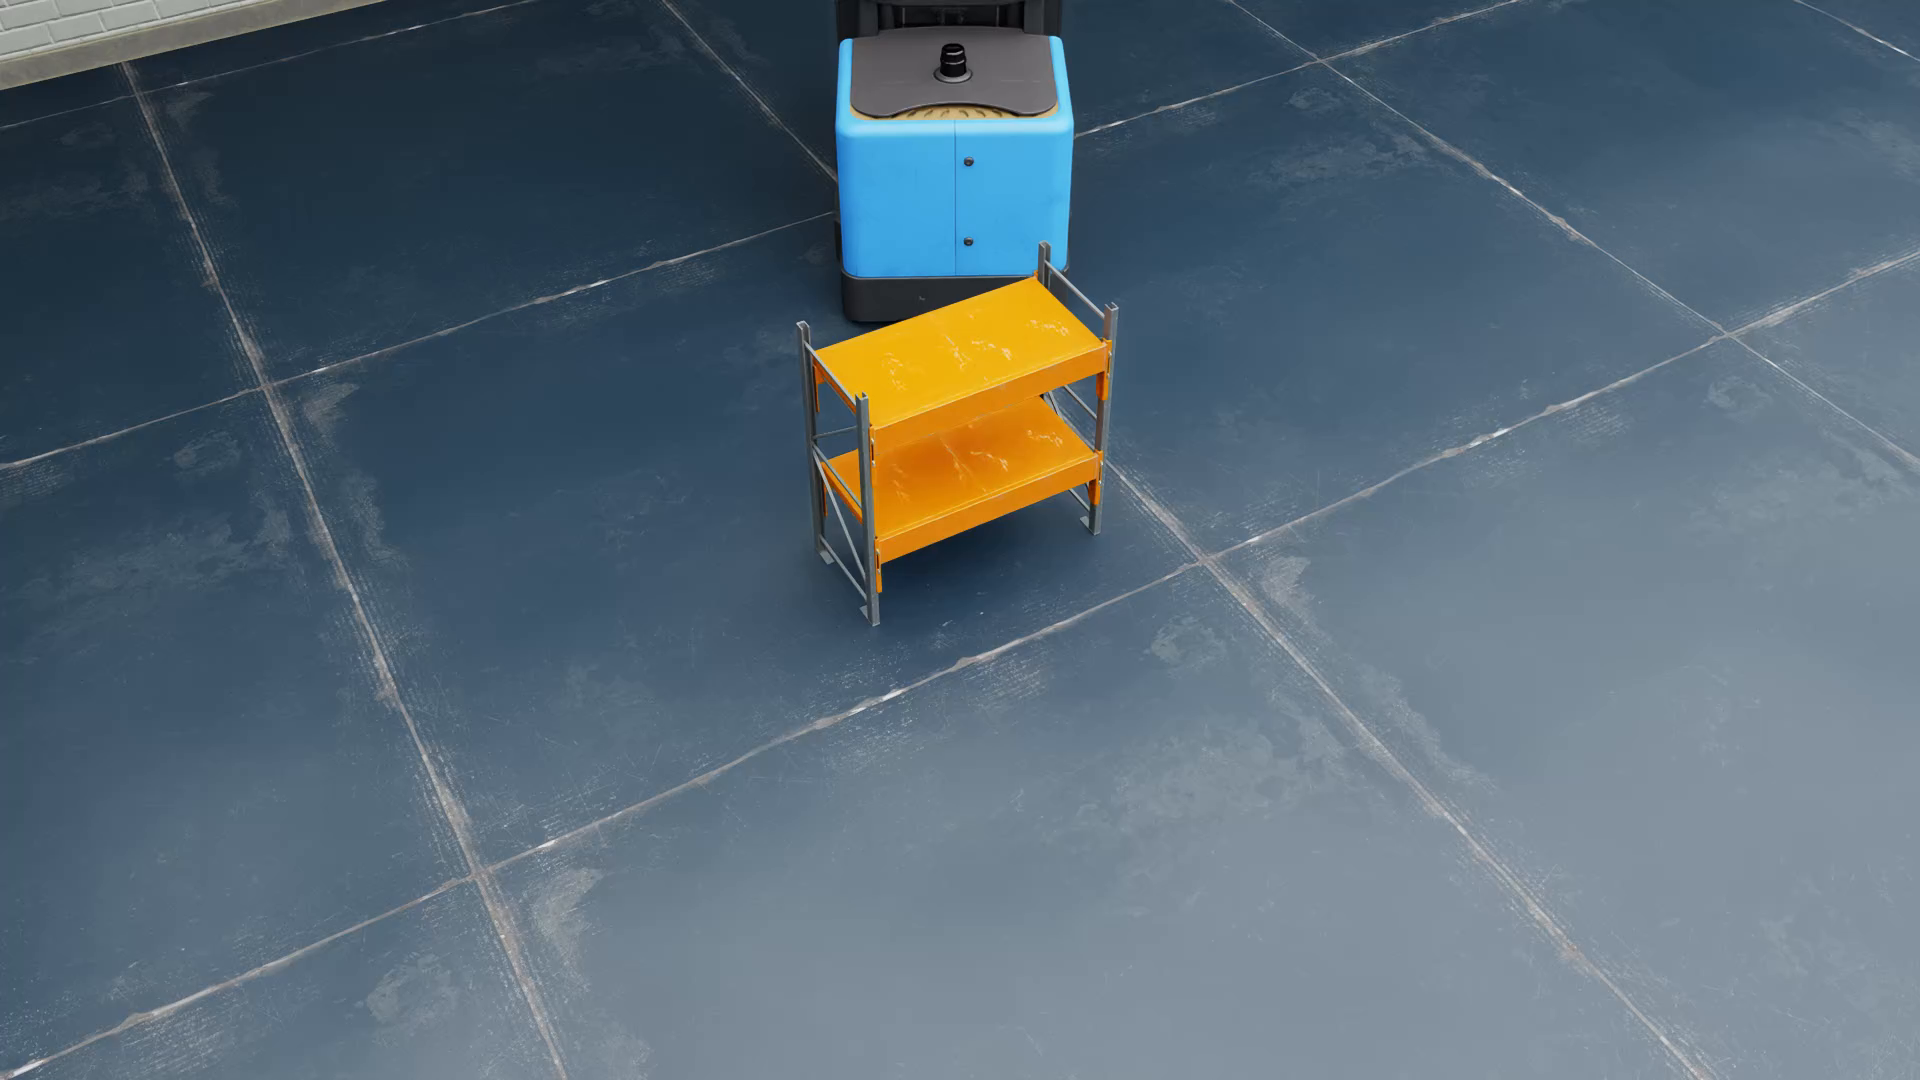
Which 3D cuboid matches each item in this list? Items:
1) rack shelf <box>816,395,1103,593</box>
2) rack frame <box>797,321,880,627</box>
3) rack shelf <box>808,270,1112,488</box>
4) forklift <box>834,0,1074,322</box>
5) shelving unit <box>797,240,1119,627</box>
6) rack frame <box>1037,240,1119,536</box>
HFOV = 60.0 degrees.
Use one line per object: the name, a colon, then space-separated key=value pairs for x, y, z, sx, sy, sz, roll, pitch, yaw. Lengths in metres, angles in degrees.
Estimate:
rack shelf: x=-0.006 y=-0.226 z=6.526 sx=1.000 sy=0.278 sz=0.538 roll=-22 pitch=48 yaw=-21
rack frame: x=-0.447 y=-0.225 z=6.174 sx=0.032 sy=1.125 sz=0.500 roll=-22 pitch=48 yaw=-21
rack shelf: x=-0.006 y=-0.611 z=6.152 sx=1.000 sy=0.278 sz=0.538 roll=-22 pitch=48 yaw=-21
forklift: x=-0.059 y=-3.069 z=7.808 sx=1.130 sy=2.935 sz=3.031 roll=-1 pitch=44 yaw=-1
shelving unit: x=-0.006 y=-0.401 z=6.356 sx=1.048 sy=1.125 sz=0.538 roll=-22 pitch=48 yaw=-21
rack frame: x=0.435 y=-0.578 z=6.538 sx=0.032 sy=1.125 sz=0.500 roll=-22 pitch=48 yaw=-21
